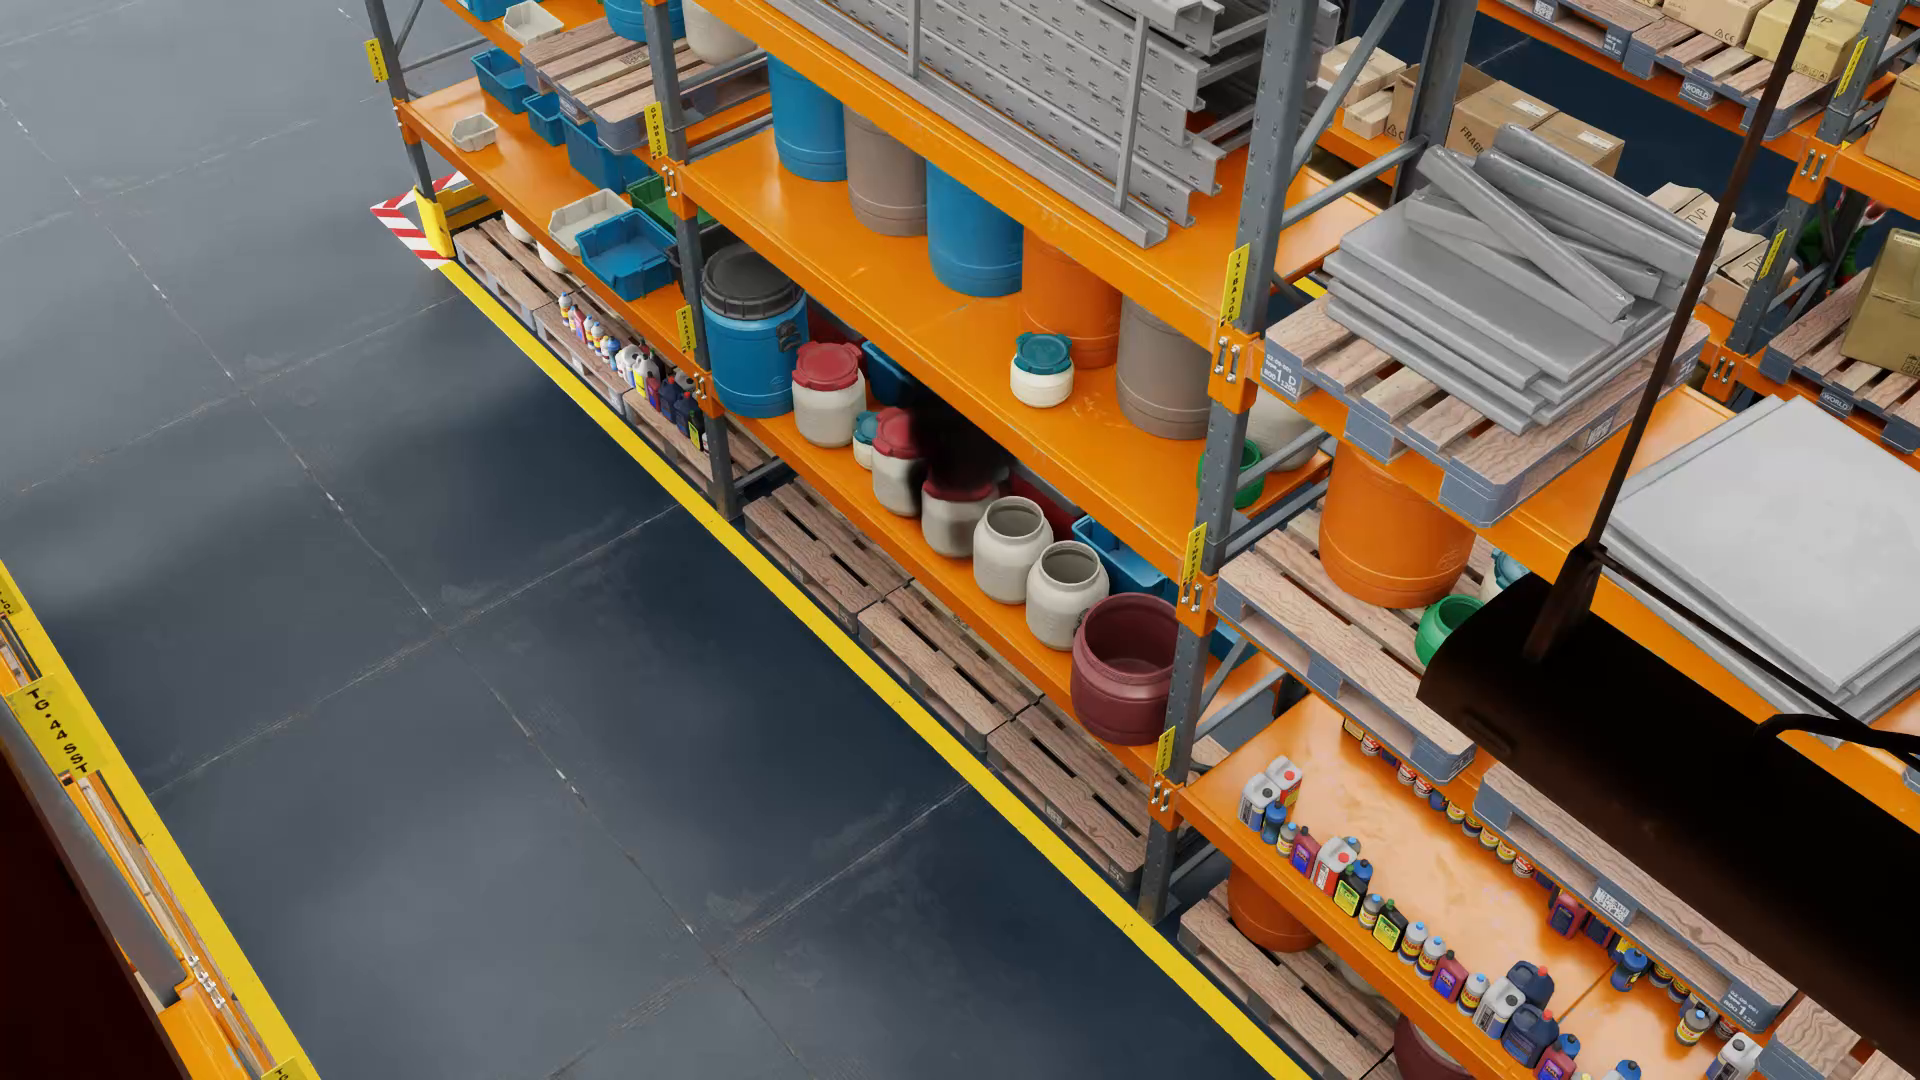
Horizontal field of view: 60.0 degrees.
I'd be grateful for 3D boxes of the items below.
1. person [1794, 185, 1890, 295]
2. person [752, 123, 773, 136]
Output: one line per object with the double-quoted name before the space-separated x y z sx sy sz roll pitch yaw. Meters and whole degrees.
"person" 6.459 -2.409 12.049 0.648 1.759 0.640 -36 56 -29
"person" -1.295 -2.667 12.418 0.648 1.605 0.644 36 56 29
